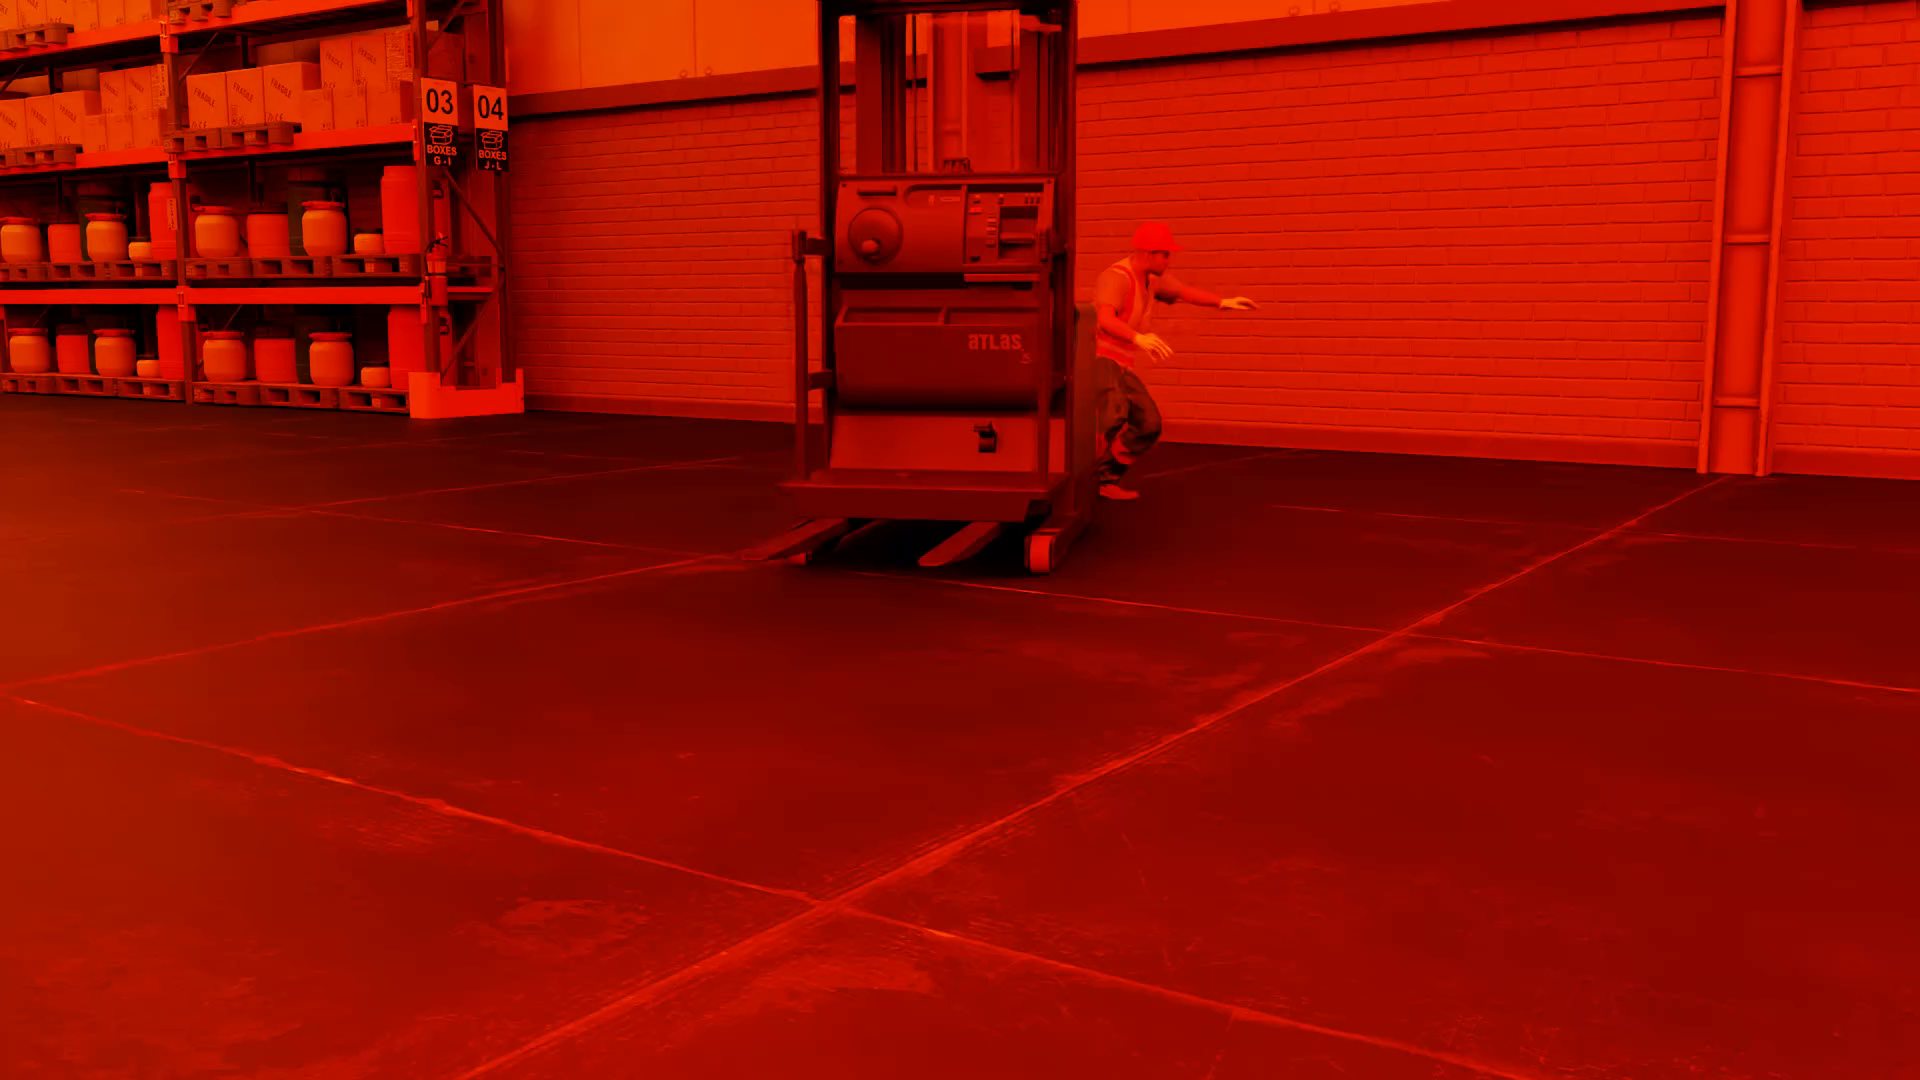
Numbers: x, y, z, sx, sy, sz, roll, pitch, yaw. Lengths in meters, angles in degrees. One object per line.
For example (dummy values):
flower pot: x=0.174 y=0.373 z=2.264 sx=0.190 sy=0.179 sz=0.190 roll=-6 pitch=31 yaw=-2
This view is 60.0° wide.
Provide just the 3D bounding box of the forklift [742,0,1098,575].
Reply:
forklift: x=-0.106 y=-1.366 z=6.796 sx=1.130 sy=2.935 sz=3.031 roll=2 pitch=8 yaw=11

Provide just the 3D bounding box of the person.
person: x=0.979 y=-0.956 z=9.027 sx=0.848 sy=1.522 sz=1.383 roll=5 pitch=10 yaw=32
